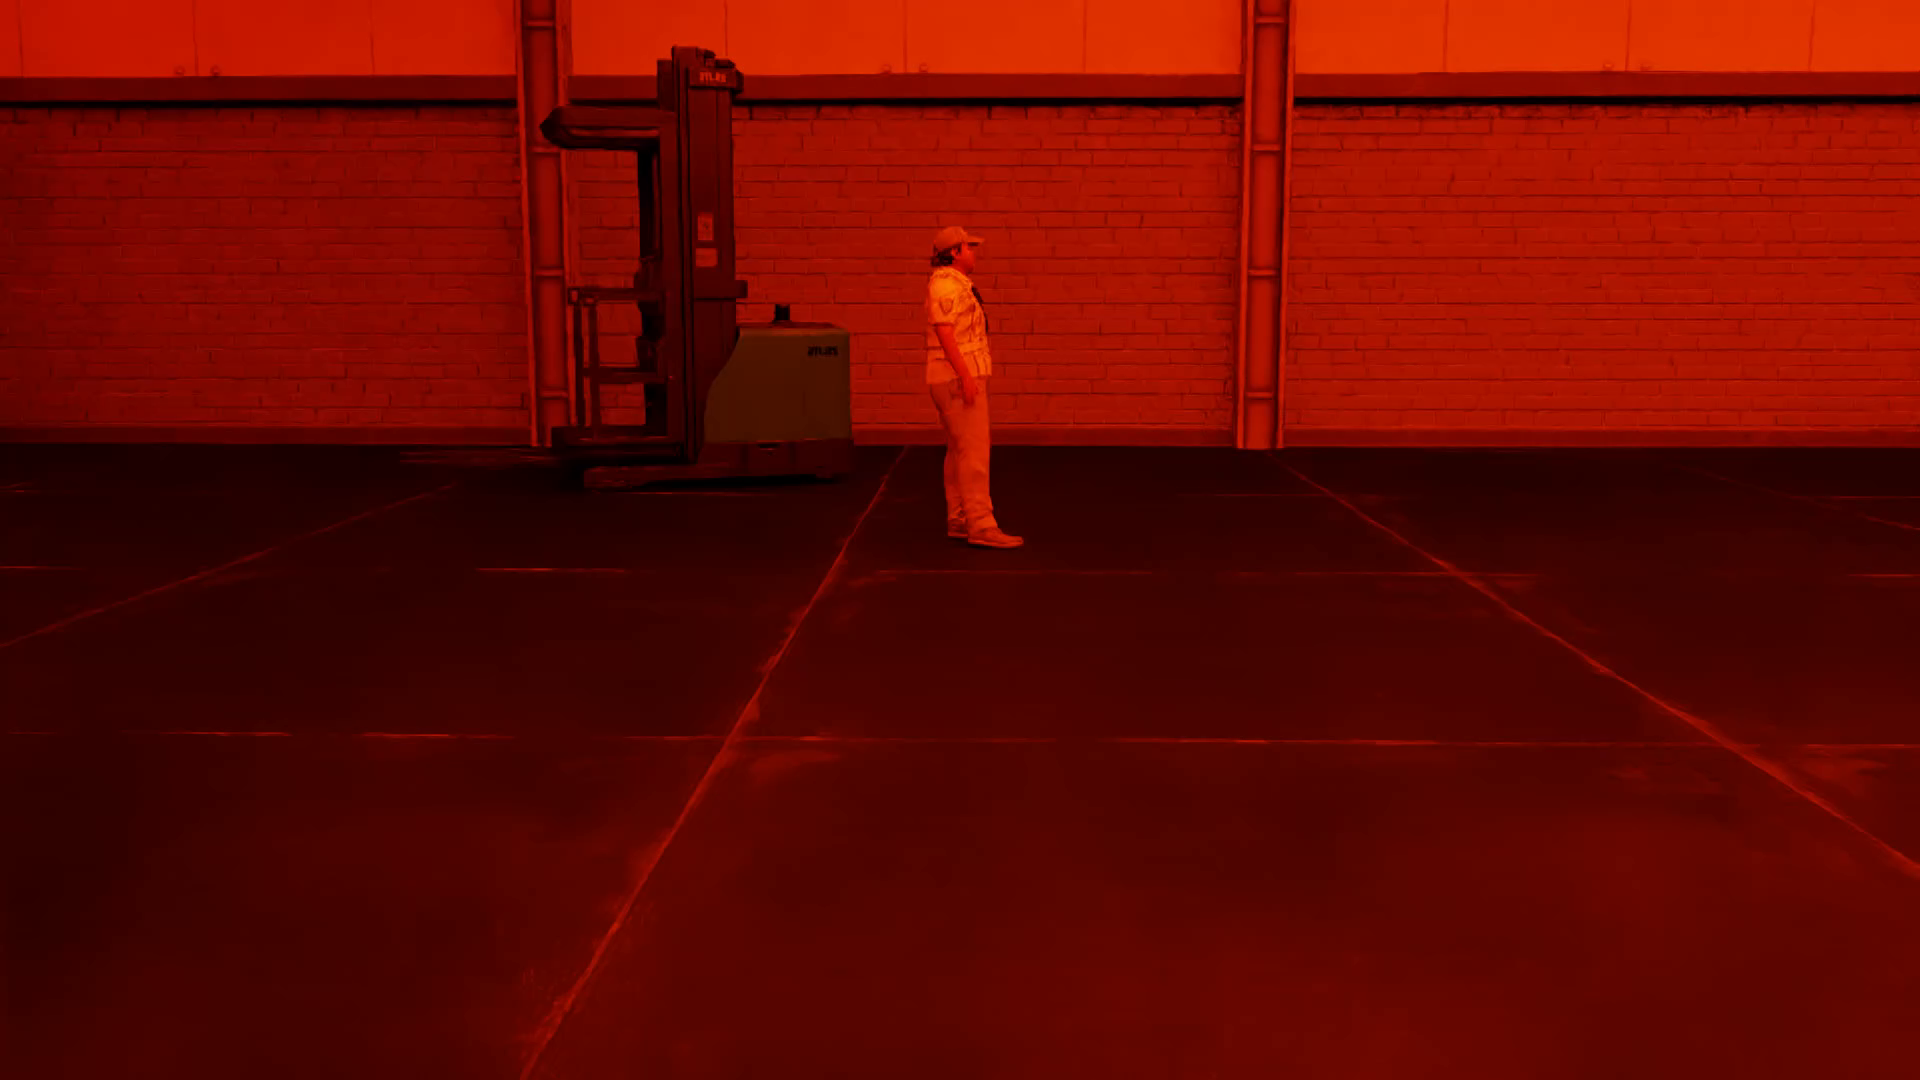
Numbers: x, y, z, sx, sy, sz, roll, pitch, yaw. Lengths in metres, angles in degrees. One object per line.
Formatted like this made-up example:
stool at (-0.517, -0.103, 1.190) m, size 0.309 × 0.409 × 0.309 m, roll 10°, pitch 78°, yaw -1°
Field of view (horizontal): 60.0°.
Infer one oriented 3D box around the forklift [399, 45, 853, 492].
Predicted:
forklift at (-2.325, -1.856, 11.451) m, size 3.031 × 2.935 × 1.130 m, roll -3°, pitch 9°, yaw -18°

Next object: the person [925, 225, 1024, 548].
person at (0.076, -0.827, 8.851) m, size 0.529 × 1.669 × 0.598 m, roll 0°, pitch 9°, yaw 1°
